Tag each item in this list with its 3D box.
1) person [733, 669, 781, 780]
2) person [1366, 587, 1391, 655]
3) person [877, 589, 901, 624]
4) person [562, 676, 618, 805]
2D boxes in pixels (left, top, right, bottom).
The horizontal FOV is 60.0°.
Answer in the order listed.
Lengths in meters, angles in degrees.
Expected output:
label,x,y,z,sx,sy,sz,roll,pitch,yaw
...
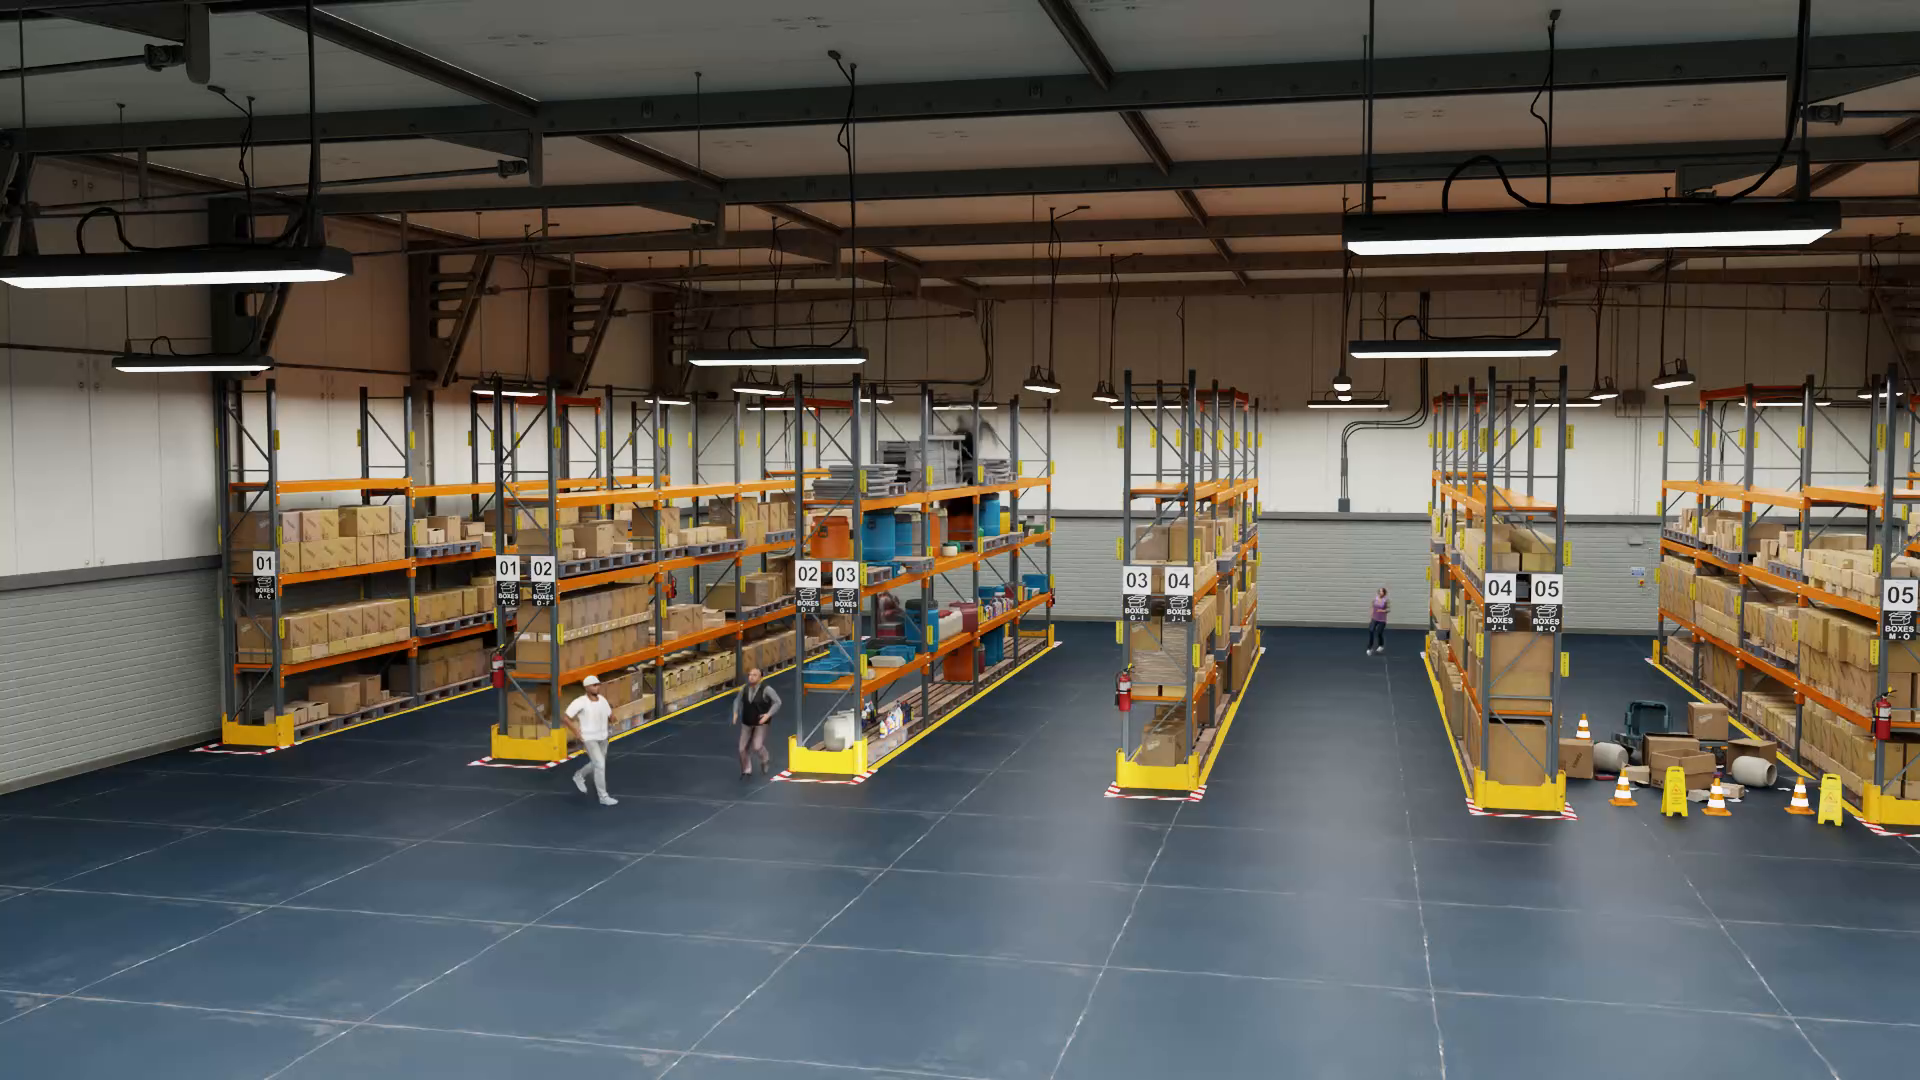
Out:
label,x,y,z,sx,sy,sz,roll,pitch,yaw
person,-3.057,2.732,24.453,0.665,1.680,0.543,1,4,12
person,9.826,1.899,38.860,0.530,1.627,0.712,2,4,31
person,-1.551,1.798,34.353,0.677,1.823,0.729,1,4,20
person,-5.048,2.737,22.924,0.958,1.747,0.689,2,4,33
